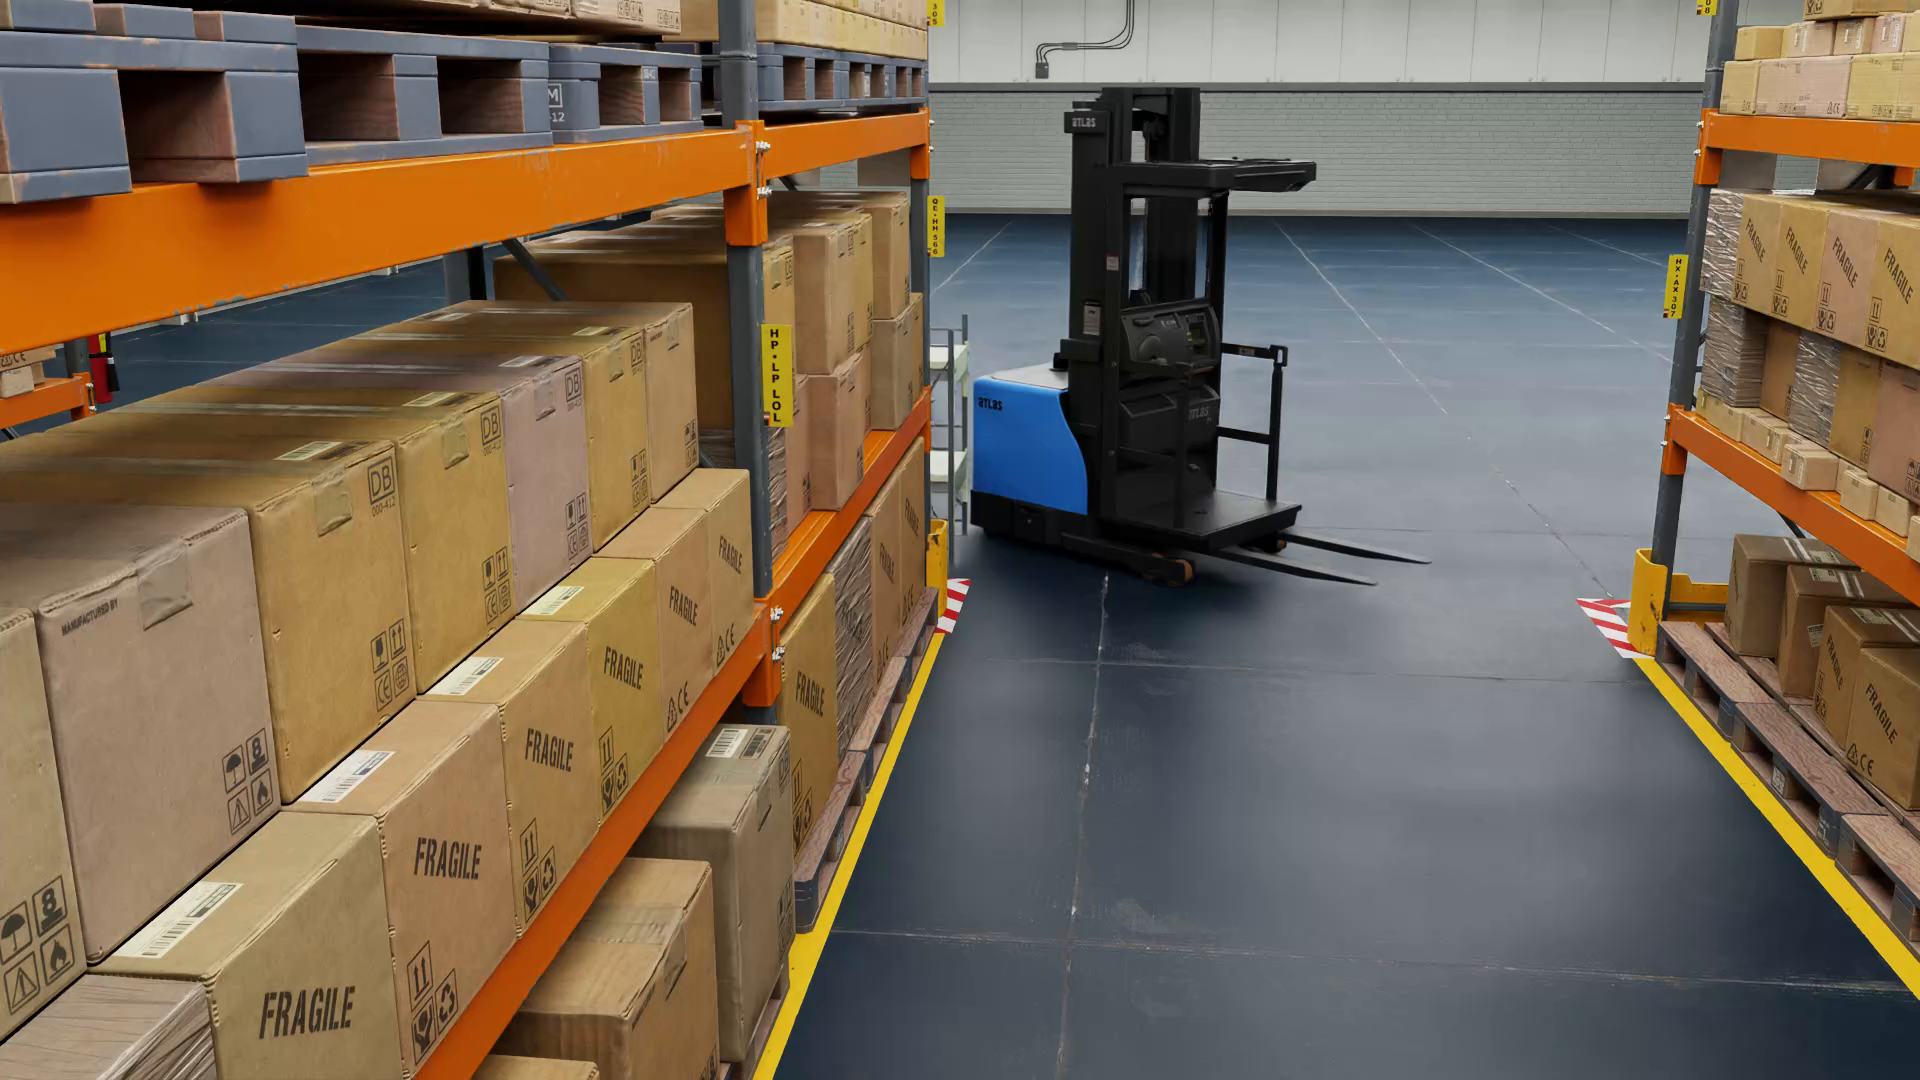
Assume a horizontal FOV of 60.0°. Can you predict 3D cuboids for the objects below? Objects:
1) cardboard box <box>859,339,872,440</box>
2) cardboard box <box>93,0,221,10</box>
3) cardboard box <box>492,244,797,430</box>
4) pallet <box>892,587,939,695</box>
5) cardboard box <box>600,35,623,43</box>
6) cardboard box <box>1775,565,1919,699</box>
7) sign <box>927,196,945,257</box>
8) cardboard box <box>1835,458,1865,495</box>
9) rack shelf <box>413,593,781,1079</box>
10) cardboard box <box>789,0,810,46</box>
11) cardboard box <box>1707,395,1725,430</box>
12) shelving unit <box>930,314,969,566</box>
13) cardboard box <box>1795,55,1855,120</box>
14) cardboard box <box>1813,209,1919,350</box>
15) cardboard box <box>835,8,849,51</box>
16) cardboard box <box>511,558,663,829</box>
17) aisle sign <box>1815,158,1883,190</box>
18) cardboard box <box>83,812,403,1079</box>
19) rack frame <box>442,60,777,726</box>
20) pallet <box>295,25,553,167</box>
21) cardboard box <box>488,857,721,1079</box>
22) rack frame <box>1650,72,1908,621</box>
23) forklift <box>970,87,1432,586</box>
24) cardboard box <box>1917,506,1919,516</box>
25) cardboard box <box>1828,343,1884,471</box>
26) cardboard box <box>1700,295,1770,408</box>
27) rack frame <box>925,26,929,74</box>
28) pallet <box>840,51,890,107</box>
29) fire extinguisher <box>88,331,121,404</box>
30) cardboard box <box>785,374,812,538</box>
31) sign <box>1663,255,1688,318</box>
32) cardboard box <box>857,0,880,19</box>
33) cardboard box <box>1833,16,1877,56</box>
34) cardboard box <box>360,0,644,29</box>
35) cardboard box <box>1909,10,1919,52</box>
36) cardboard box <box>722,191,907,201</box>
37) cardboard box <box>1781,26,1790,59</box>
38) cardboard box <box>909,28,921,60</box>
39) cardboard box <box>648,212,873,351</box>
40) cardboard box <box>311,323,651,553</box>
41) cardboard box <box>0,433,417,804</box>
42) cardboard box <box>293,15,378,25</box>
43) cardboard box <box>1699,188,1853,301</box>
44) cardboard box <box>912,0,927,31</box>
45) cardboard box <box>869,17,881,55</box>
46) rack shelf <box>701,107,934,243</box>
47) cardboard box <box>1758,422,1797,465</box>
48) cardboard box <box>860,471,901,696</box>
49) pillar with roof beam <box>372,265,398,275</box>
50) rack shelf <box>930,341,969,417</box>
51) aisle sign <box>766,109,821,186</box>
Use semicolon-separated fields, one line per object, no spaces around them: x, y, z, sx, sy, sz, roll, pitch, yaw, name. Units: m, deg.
-0.896;-0.740;7.863;0.875;0.550;0.550;2;15;6;cardboard box
-1.656;-1.181;2.849;0.500;0.500;0.500;2;15;6;cardboard box
-1.047;-0.701;5.650;0.875;0.550;0.550;2;15;6;cardboard box
-0.684;0.506;8.886;1.003;0.211;1.213;2;15;6;pallet
-1.371;-1.759;5.660;0.380;0.149;0.250;2;15;7;cardboard box
4.125;0.444;7.757;0.500;0.500;0.500;6;16;21;cardboard box
-0.133;-1.703;9.043;0.100;0.325;0.005;2;15;6;sign
3.815;-0.234;6.763;0.380;0.149;0.250;2;15;6;cardboard box
-1.348;0.854;3.636;1.077;0.370;4.000;2;15;6;rack shelf
-0.716;-1.742;5.595;0.380;0.149;0.250;2;15;6;cardboard box
3.930;-0.625;8.208;0.380;0.149;0.250;2;15;6;cardboard box
-0.194;-0.664;10.745;0.431;1.500;0.755;2;15;7;shelving unit
3.823;-1.873;6.884;0.500;0.250;0.500;2;15;6;cardboard box
3.744;-1.028;6.541;0.500;0.500;0.500;2;15;6;cardboard box
-0.631;-1.938;6.322;0.380;0.149;0.250;1;15;5;cardboard box
-1.030;0.345;3.948;0.500;0.500;0.500;2;15;7;cardboard box
4.551;-2.139;8.347;0.394;0.787;0.004;2;15;6;aisle sign
-1.200;0.737;2.500;0.500;0.500;0.500;2;15;6;cardboard box
-1.122;-0.012;5.461;1.000;3.000;0.127;2;15;6;rack frame
-1.431;-0.790;2.953;1.003;0.211;1.213;2;15;9;pallet
-1.216;1.285;4.169;1.050;0.750;0.750;2;15;6;cardboard box
4.246;-0.877;8.660;1.000;3.000;0.127;2;15;6;rack frame
1.478;-1.285;10.299;3.031;2.935;1.130;14;21;42;forklift
3.729;-0.040;6.044;0.380;0.149;0.250;2;15;6;cardboard box
4.052;-0.536;6.638;0.875;0.500;0.500;2;15;6;cardboard box
4.157;-0.927;8.084;0.875;0.500;0.500;2;15;6;cardboard box
-0.671;-3.946;8.514;1.000;3.000;0.127;2;15;6;rack frame
-0.880;-1.945;7.031;1.003;0.211;1.213;2;15;6;pallet
-5.130;-1.148;9.809;0.296;0.674;0.183;2;15;6;fire extinguisher
-1.053;-0.324;6.326;0.875;0.550;0.550;2;15;6;cardboard box
3.707;-1.311;8.606;0.100;0.325;0.005;2;15;6;sign
-0.621;-2.294;6.874;0.500;0.250;0.500;2;15;7;cardboard box
3.804;-2.044;6.753;0.380;0.149;0.250;1;15;4;cardboard box
-1.043;-1.312;3.812;0.500;0.250;0.500;2;15;6;cardboard box
3.688;-1.843;6.007;0.380;0.149;0.250;2;15;9;cardboard box
-0.751;-1.548;8.785;0.875;0.550;0.550;2;15;6;cardboard box
3.954;-2.247;7.503;0.380;0.149;0.250;1;15;5;cardboard box
-0.401;-2.466;8.273;0.380;0.149;0.250;2;15;7;cardboard box
-0.851;-1.120;7.203;0.875;0.550;0.500;2;15;6;cardboard box
-1.229;-0.281;4.346;0.700;0.500;0.500;1;15;5;cardboard box
-1.402;0.114;2.887;0.700;0.500;0.500;1;15;5;cardboard box
-1.539;-1.234;3.718;0.380;0.149;0.250;2;15;6;cardboard box
3.913;-1.417;7.980;0.500;0.500;0.500;2;15;6;cardboard box
-0.449;-2.685;8.319;0.500;0.250;0.500;2;15;7;cardboard box
-0.544;-2.136;7.052;0.380;0.149;0.250;2;15;7;cardboard box
-0.897;-1.632;7.081;1.077;0.370;4.000;2;15;6;rack shelf
3.844;-0.430;7.488;0.380;0.149;0.250;2;15;6;cardboard box
-0.779;0.179;8.018;0.875;0.875;0.875;1;15;5;cardboard box
-5.199;-8.598;25.720;9.100;9.000;0.400;2;15;6;pillar with roof beam
-0.194;-1.041;10.643;0.431;0.370;0.720;2;15;7;rack shelf
-0.961;-2.332;9.059;0.394;0.787;0.004;2;15;6;aisle sign
